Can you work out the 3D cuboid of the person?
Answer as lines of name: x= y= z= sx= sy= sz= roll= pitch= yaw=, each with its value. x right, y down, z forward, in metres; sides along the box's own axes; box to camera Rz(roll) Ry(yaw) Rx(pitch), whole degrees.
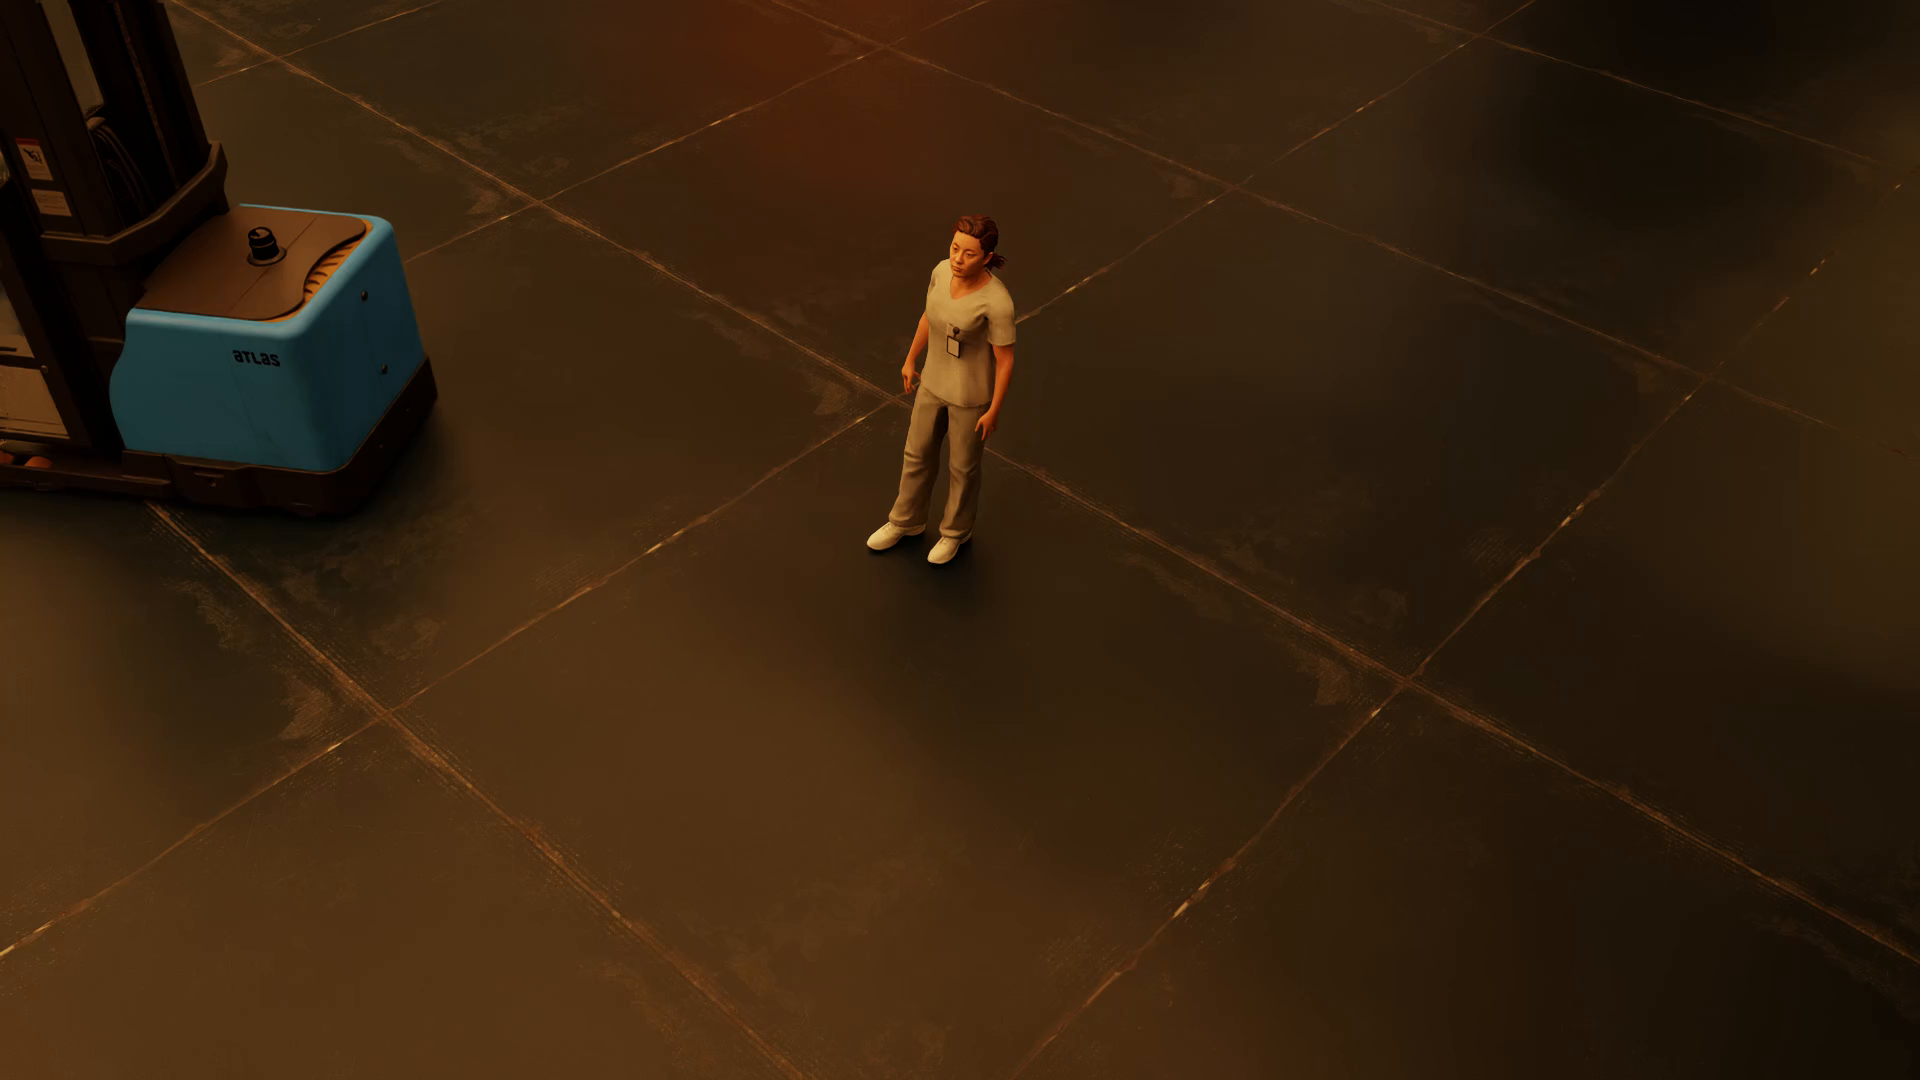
person: x=-0.065 y=-0.604 z=7.093 sx=0.549 sy=1.663 sz=0.532 roll=31 pitch=49 yaw=31

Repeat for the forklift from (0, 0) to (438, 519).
forklift: x=-4.210 y=-1.677 z=7.382 sx=3.031 sy=2.935 sz=1.130 roll=7 pitch=41 yaw=8
